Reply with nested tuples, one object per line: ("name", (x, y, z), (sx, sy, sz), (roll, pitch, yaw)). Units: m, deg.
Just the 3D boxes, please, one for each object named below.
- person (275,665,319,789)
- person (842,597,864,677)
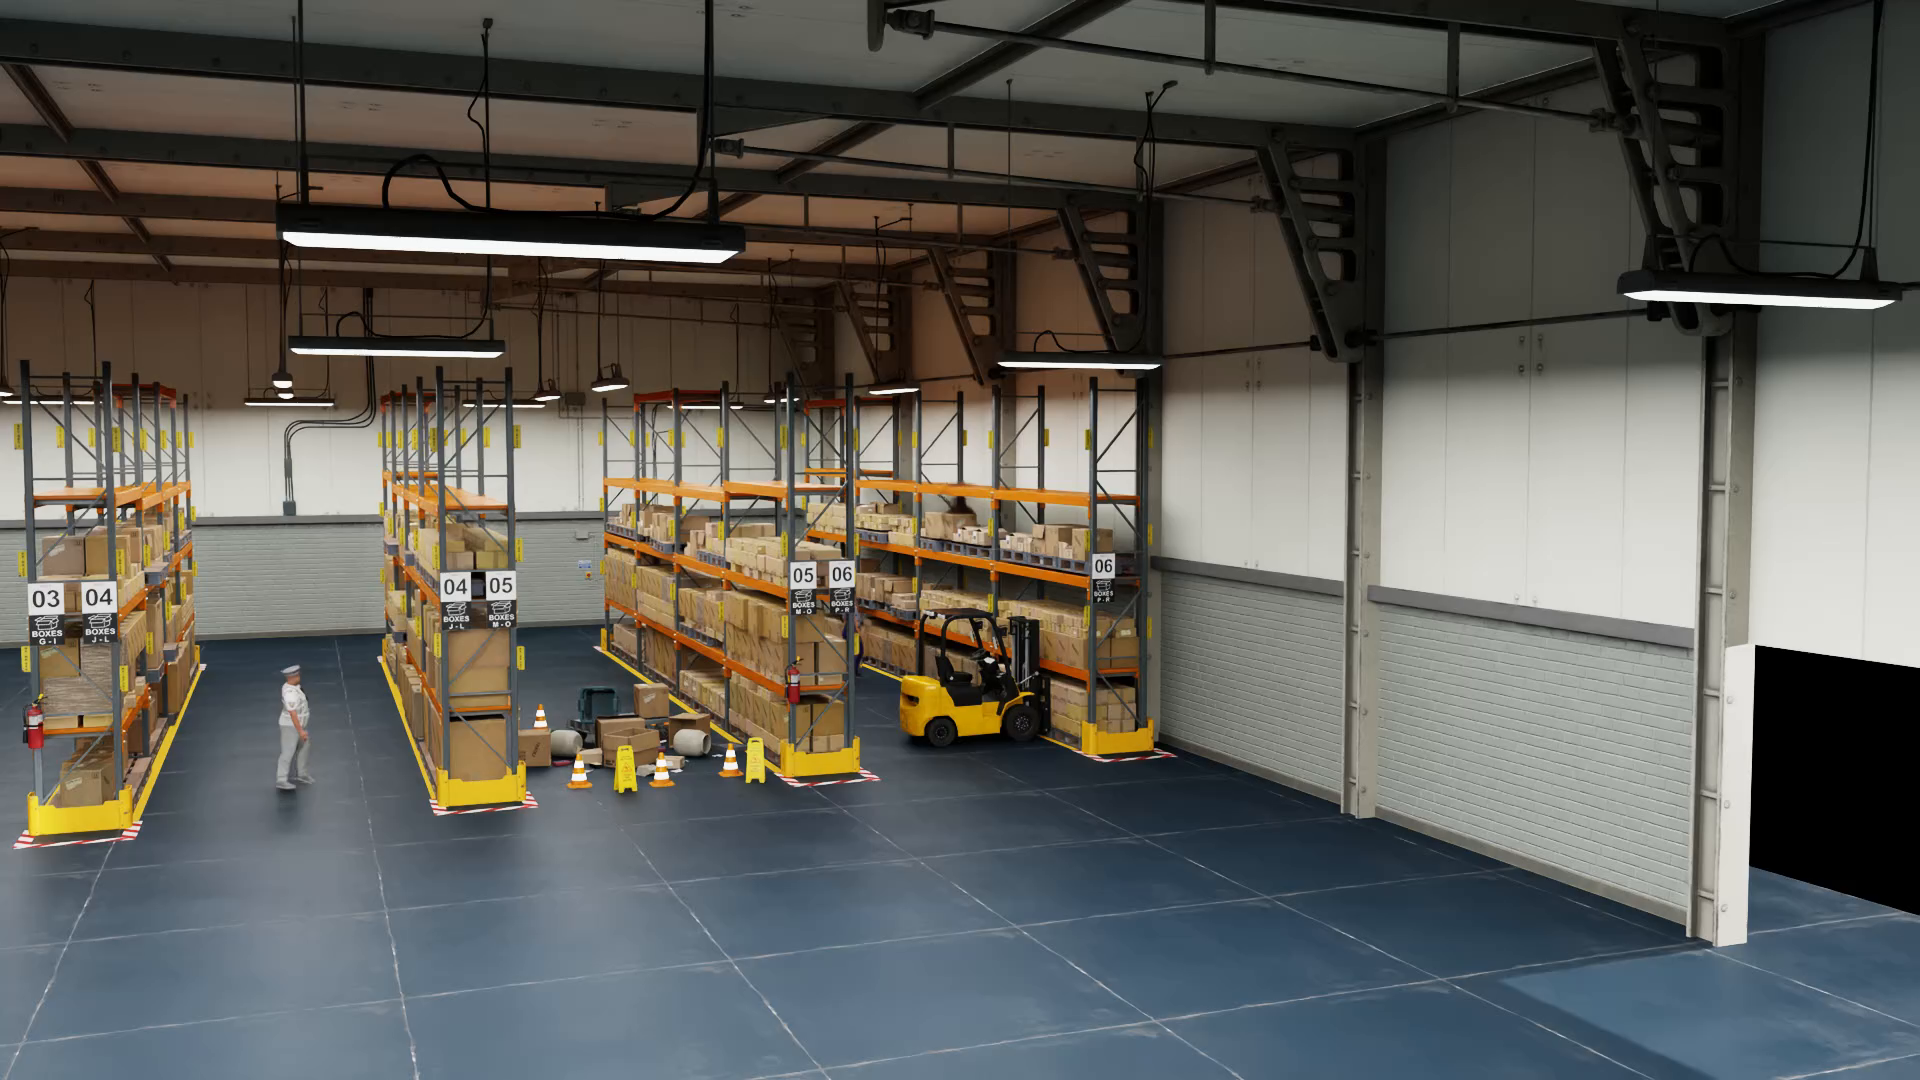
("person", (-9.593, 2.700, 23.997), (0.506, 1.813, 0.680), (-1, 3, -10))
("person", (-2.226, 1.986, 34.324), (0.360, 1.678, 0.574), (-2, 4, -35))
